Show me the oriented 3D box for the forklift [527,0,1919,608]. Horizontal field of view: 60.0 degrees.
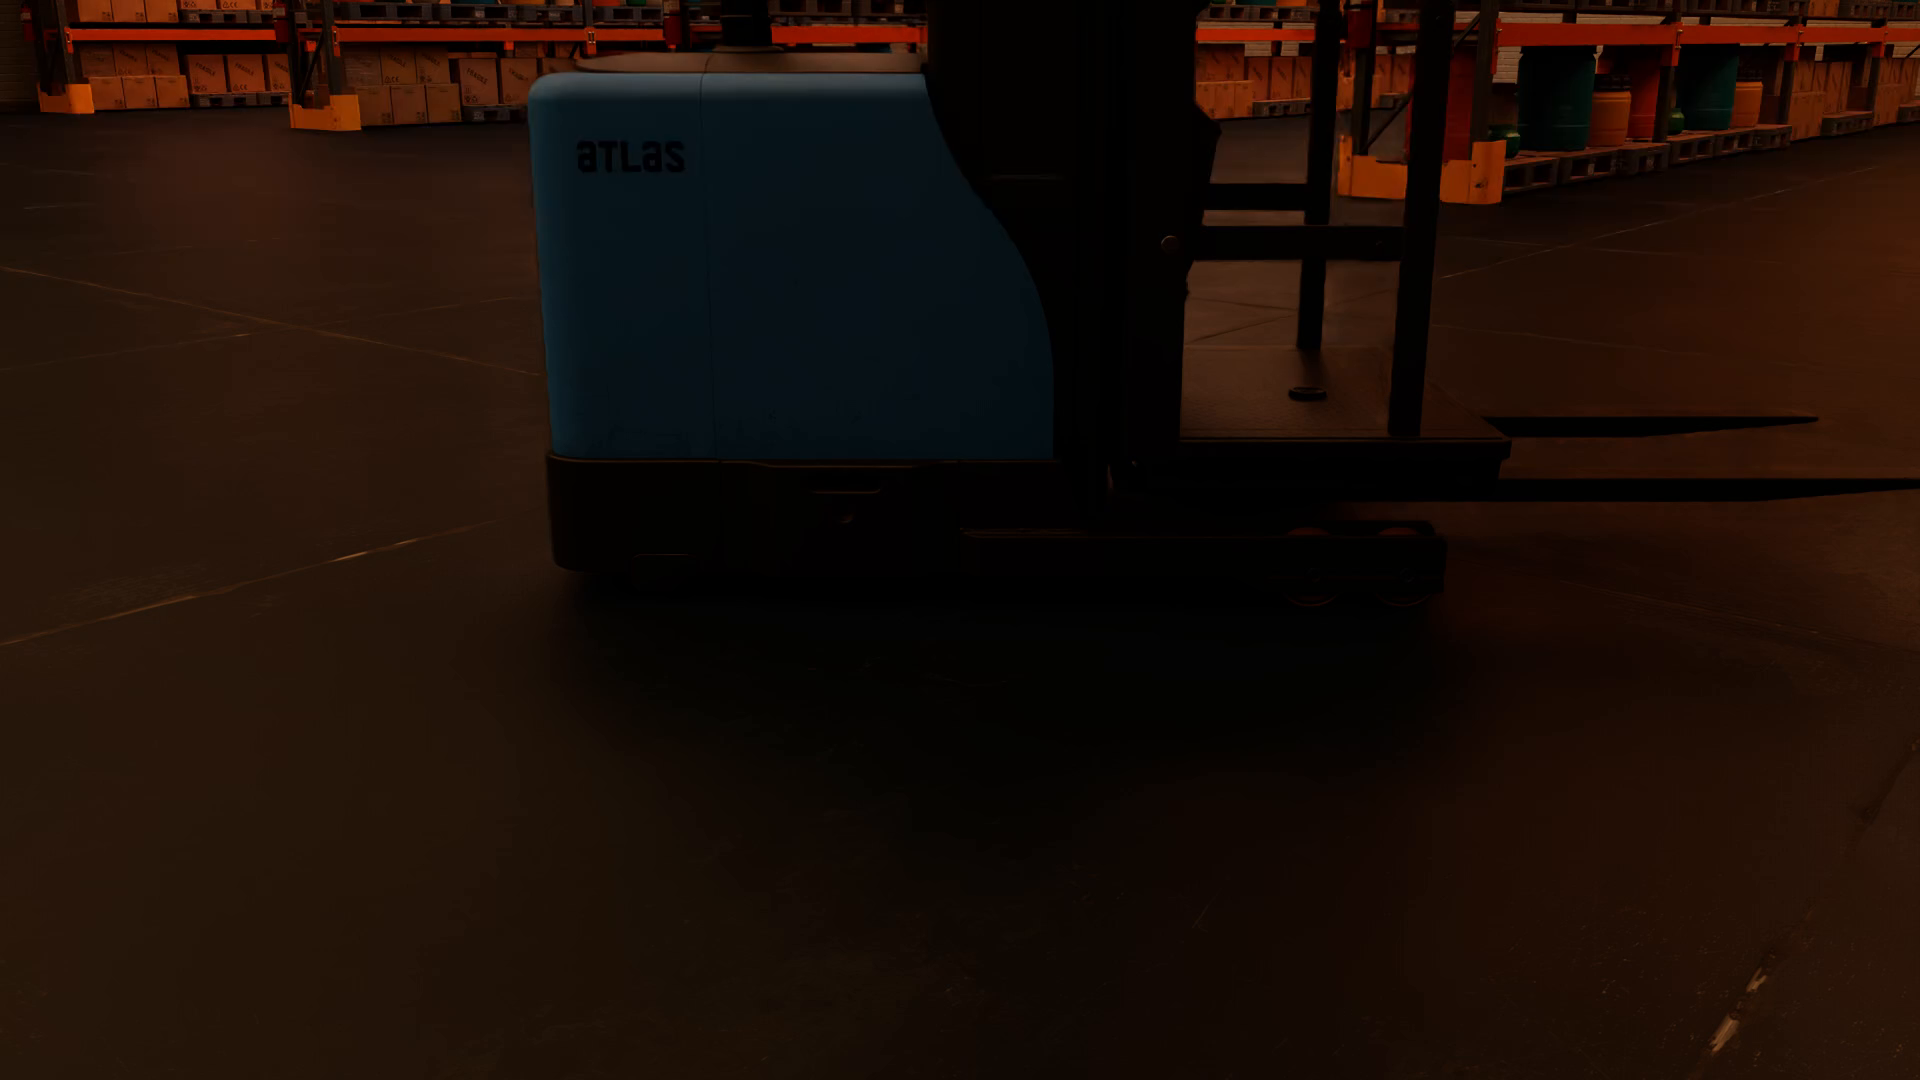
[{"bbox_3d":[0.646,-1.417,3.562,3.031,2.935,1.130,0,17,0],"label":"forklift"}]
